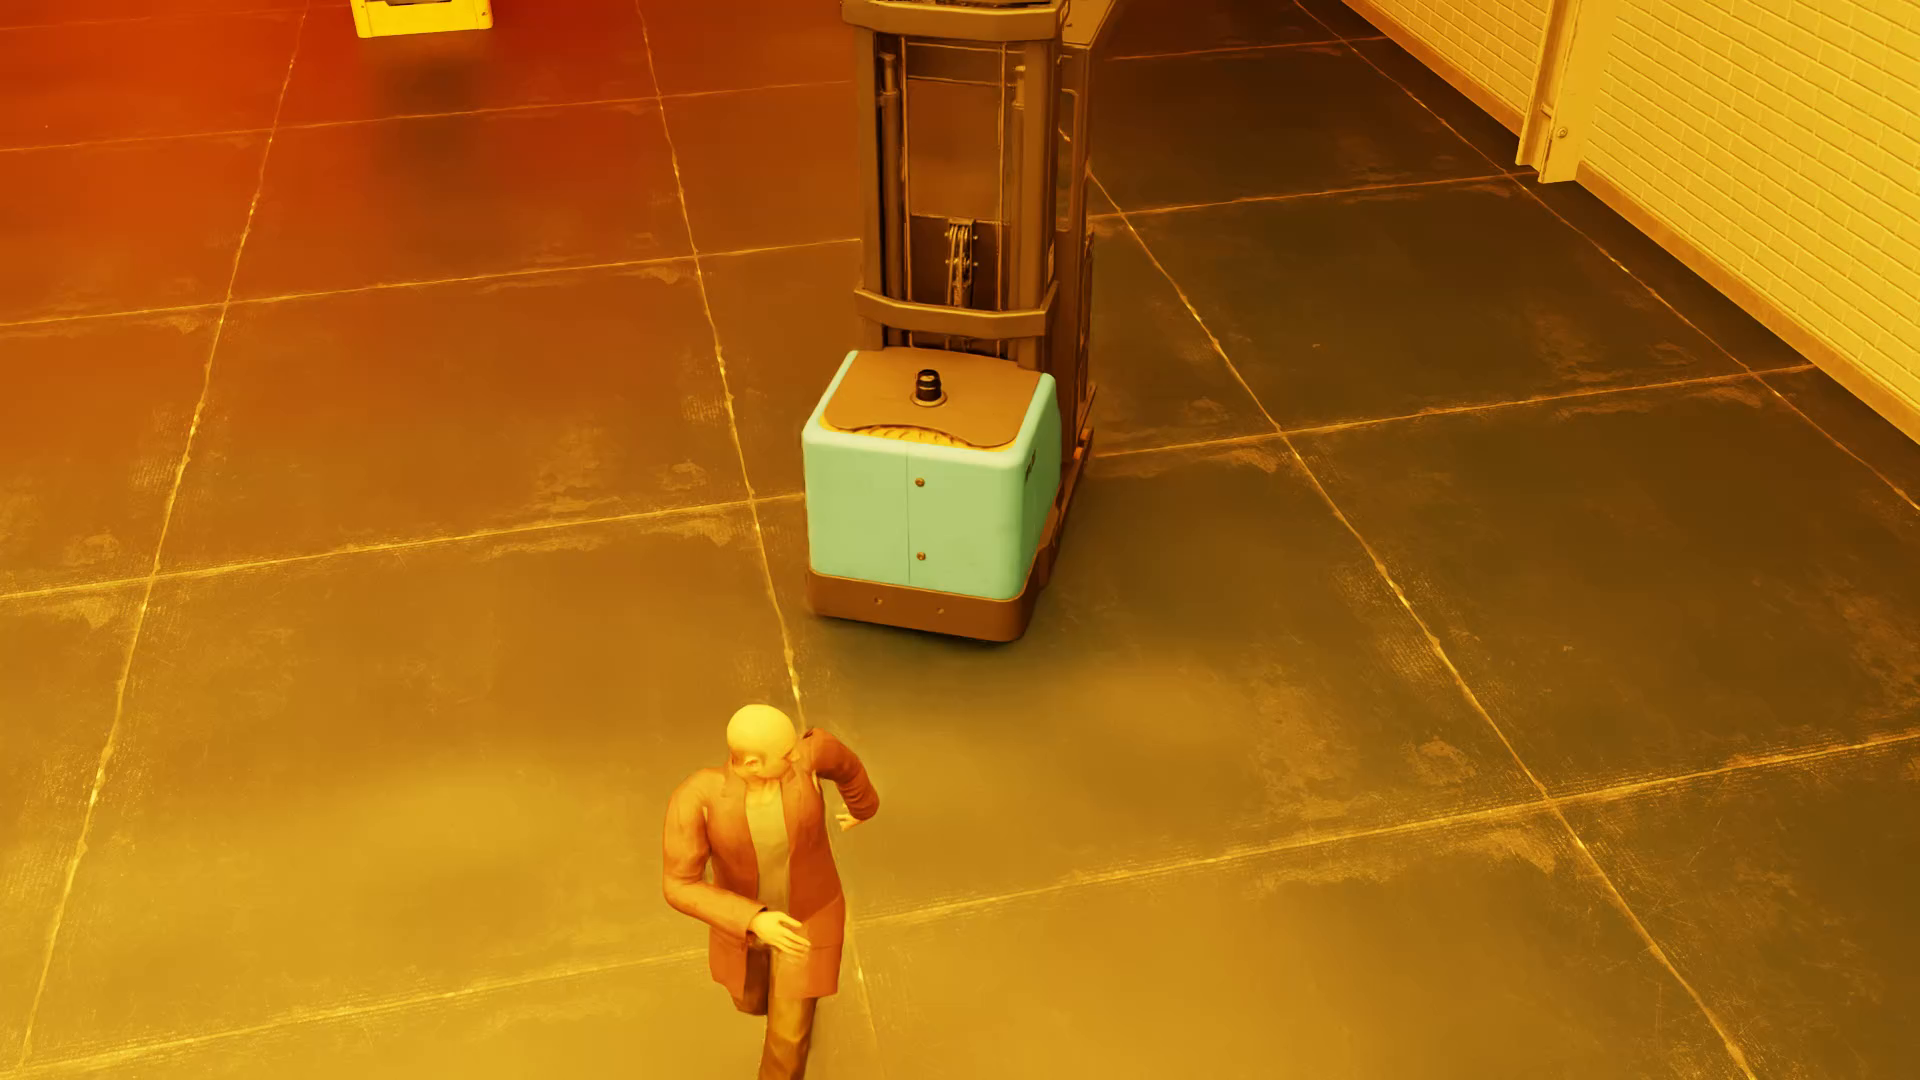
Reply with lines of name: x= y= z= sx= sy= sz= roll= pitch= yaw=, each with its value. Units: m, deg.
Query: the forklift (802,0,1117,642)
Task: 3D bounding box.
forklift: x=0.117 y=-1.573 z=8.236 sx=1.130 sy=2.935 sz=3.031 roll=8 pitch=37 yaw=11

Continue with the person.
person: x=-0.607 y=1.228 z=5.424 sx=0.609 sy=1.716 sz=1.022 roll=2 pitch=36 yaw=3
